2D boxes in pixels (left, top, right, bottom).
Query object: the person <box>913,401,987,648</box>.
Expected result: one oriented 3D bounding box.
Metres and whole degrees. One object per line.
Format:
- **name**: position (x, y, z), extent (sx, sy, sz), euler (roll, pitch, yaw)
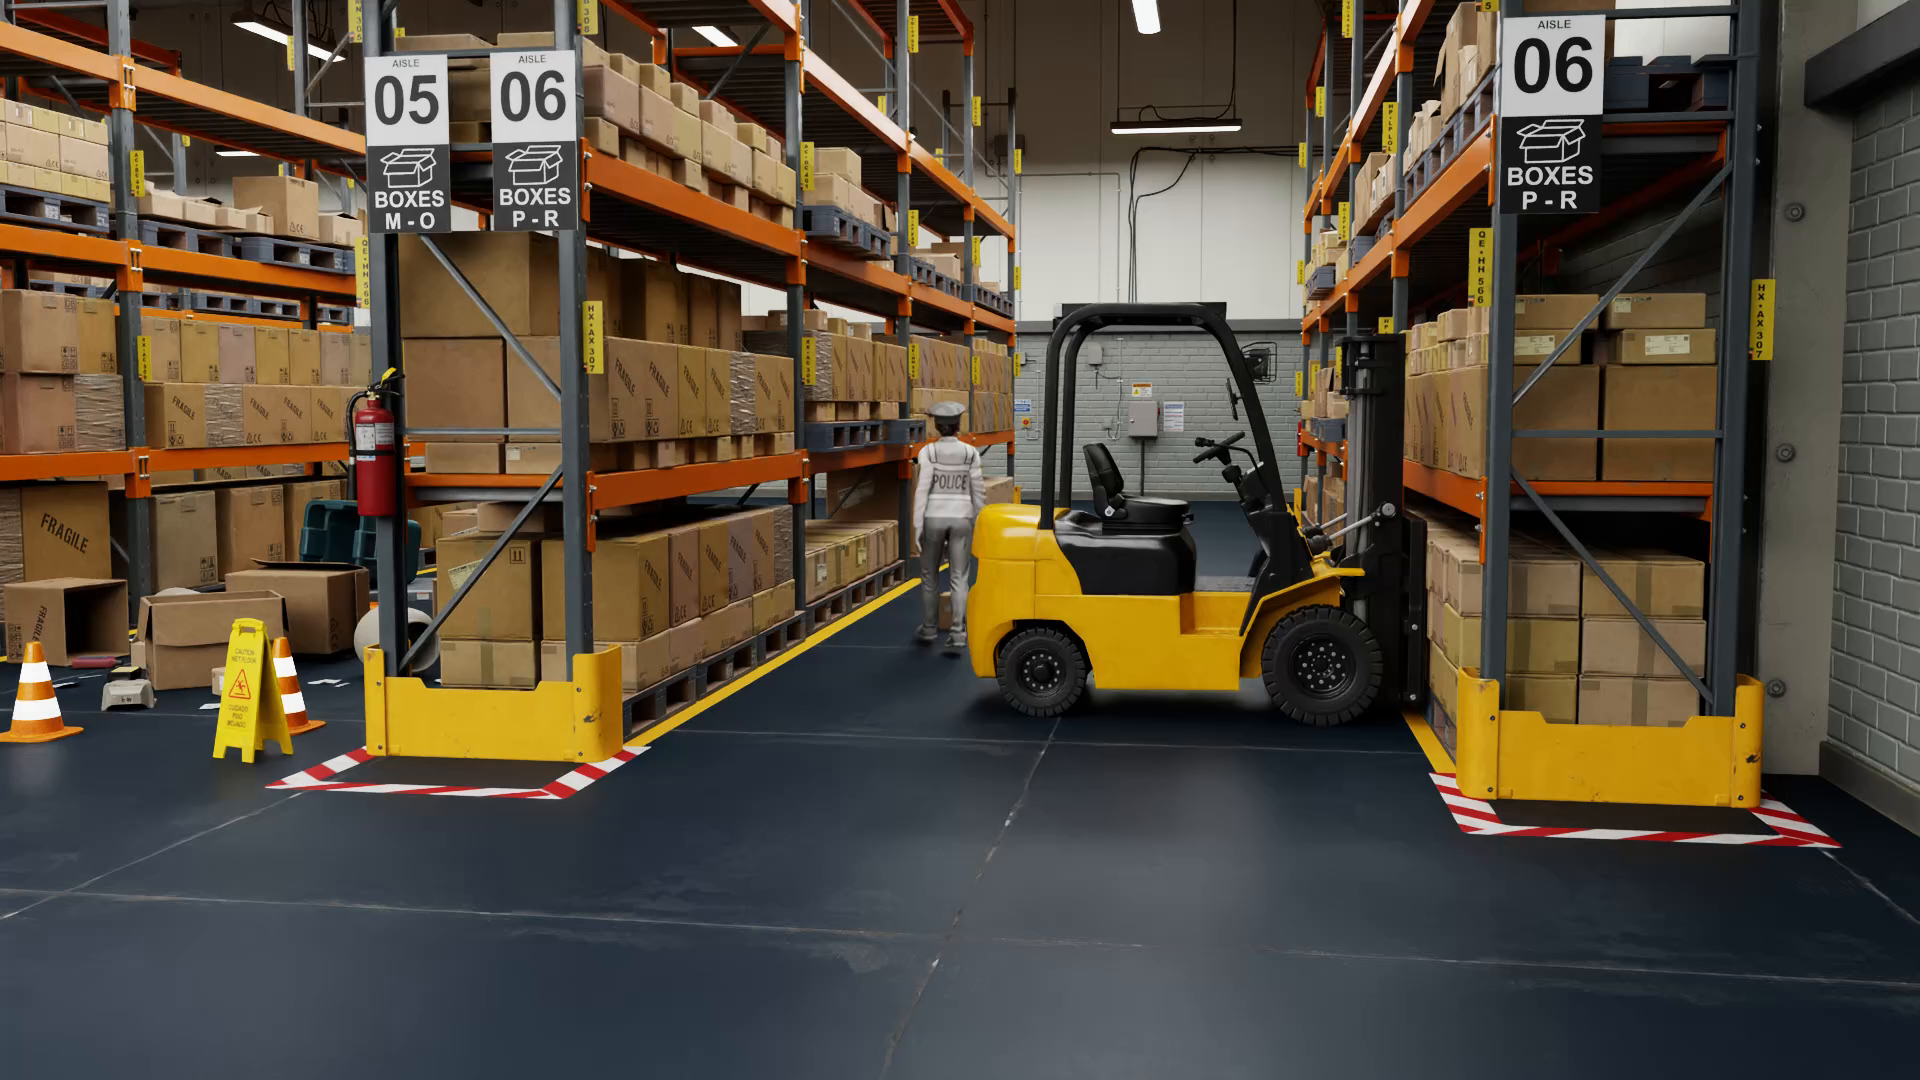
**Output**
- **person**: position (-0.077, -0.116, 11.199), extent (0.514, 1.641, 0.905), euler (-1, 5, -8)
